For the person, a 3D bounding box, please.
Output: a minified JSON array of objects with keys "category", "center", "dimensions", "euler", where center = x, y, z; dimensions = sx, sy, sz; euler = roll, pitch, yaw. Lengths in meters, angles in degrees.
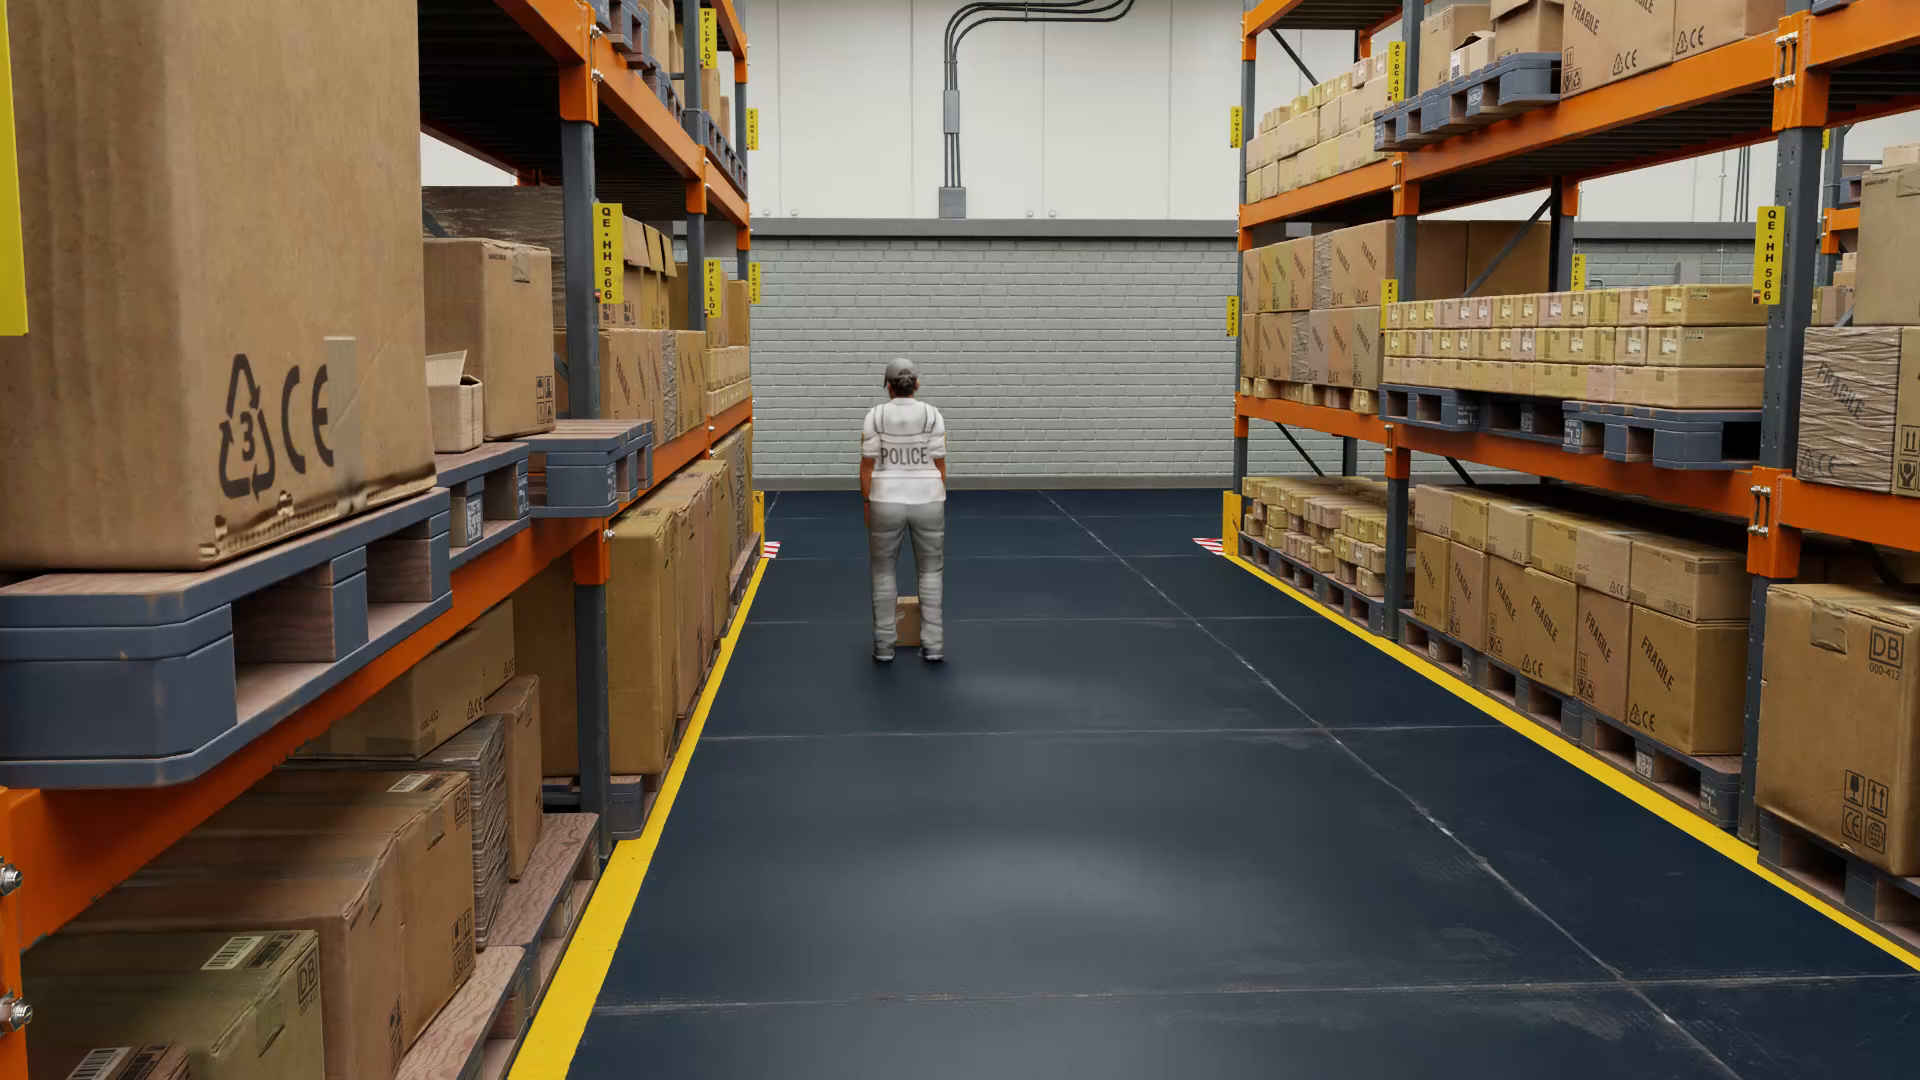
[{"category":"person","center":[-0.314,-0.161,9.126],"dimensions":[0.471,1.660,0.390],"euler":[-1,7,-5]}]
